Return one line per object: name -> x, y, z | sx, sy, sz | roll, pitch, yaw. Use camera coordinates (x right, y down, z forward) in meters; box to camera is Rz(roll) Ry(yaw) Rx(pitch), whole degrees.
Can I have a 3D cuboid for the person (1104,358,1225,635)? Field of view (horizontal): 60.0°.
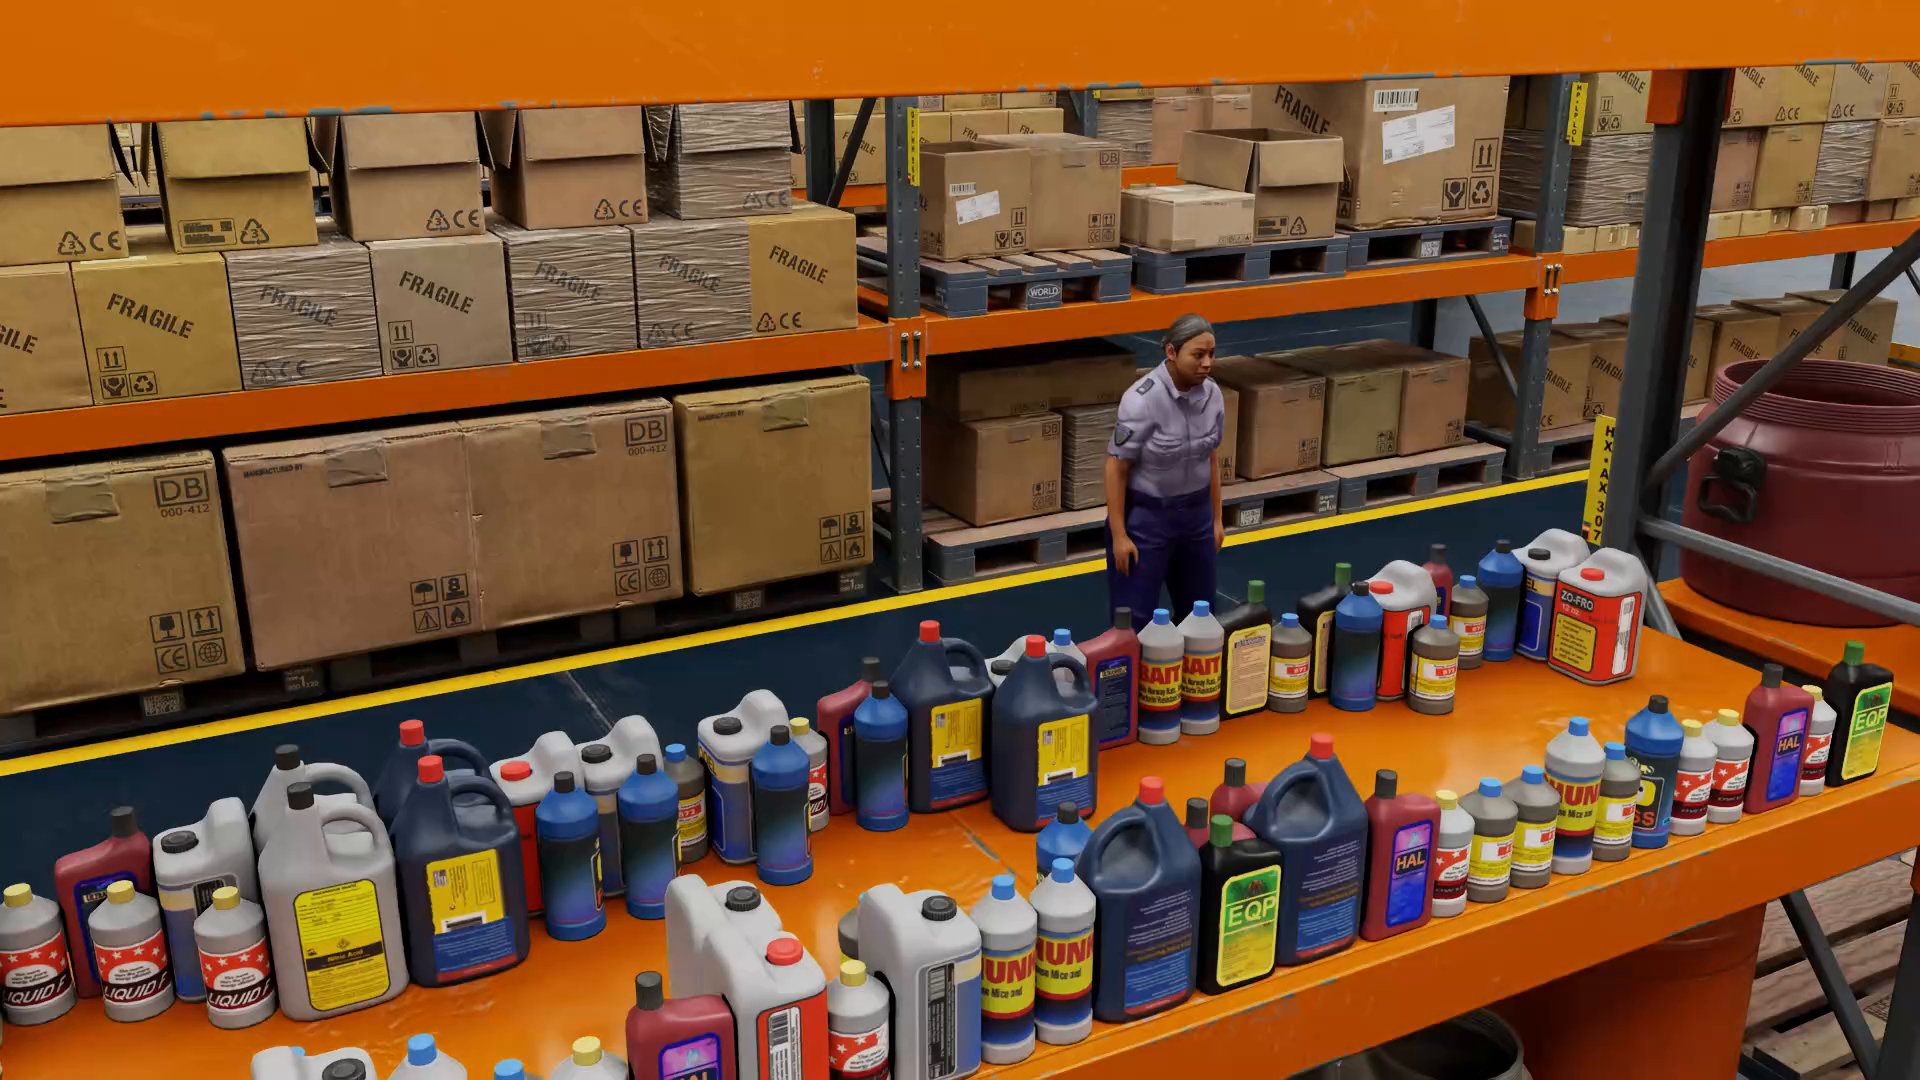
person -> 0.748, 0.054, 6.189 | 0.549, 1.476, 0.373 | -11, 22, -30
